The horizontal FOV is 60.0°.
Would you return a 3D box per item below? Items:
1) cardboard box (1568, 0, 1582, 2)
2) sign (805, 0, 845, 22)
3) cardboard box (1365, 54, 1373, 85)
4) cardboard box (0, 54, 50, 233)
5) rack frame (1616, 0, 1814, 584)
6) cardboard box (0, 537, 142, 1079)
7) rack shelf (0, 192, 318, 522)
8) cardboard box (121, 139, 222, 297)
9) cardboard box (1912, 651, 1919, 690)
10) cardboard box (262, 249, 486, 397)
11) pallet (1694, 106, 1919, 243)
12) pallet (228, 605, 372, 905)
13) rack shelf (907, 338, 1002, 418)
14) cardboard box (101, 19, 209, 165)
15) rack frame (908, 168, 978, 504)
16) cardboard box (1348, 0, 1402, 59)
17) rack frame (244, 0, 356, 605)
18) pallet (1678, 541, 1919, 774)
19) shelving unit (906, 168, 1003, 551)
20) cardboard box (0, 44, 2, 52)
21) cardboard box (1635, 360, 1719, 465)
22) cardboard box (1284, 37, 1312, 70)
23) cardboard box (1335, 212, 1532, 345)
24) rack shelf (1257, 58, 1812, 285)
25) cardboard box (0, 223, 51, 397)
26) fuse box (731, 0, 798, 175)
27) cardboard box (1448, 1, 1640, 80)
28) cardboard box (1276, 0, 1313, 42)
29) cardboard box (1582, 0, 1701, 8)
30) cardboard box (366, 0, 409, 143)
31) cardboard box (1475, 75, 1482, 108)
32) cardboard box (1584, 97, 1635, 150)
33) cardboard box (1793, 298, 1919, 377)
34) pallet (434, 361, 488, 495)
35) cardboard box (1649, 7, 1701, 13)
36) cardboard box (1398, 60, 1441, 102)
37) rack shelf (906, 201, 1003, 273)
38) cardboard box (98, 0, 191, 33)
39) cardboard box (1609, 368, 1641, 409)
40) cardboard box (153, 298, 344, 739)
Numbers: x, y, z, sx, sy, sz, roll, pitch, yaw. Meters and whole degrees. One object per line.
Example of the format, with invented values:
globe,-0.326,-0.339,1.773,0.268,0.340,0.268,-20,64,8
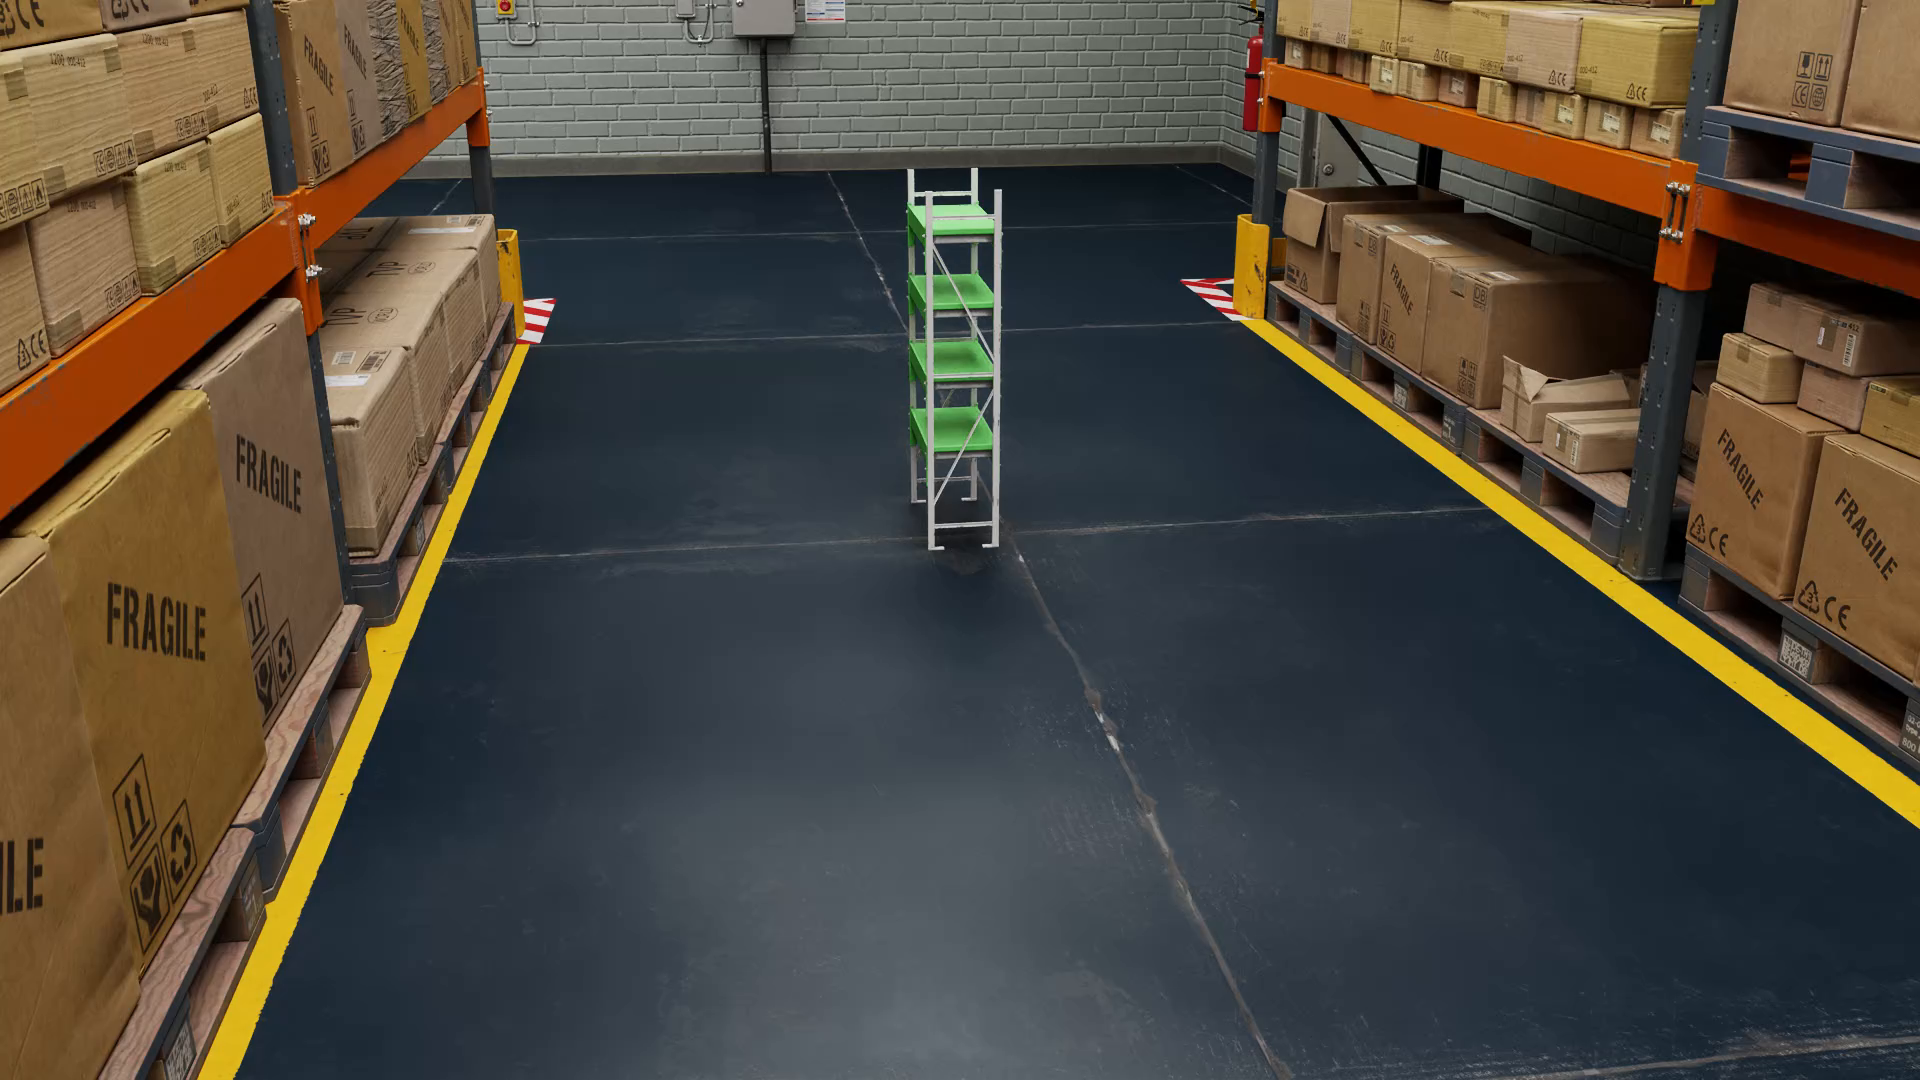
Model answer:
cardboard box,2.623,-2.088,6.807,0.500,0.250,0.500,-3,21,-8
sign,-1.109,-4.503,13.620,0.329,0.494,0.001,-3,21,-8
cardboard box,2.030,-2.093,7.392,0.380,0.149,0.250,-3,21,-7
cardboard box,-1.700,-0.554,2.413,0.500,0.250,0.500,-3,21,-7
rack frame,2.656,-1.311,4.938,1.000,3.000,0.127,-3,21,-8
cardboard box,-1.820,0.572,2.334,0.875,0.875,0.875,-3,21,-7
rack shelf,-1.967,-0.030,2.536,1.077,0.370,4.000,-3,21,-8
cardboard box,-1.869,-0.670,3.437,0.500,0.250,0.500,-3,21,-9
cardboard box,2.657,0.199,3.868,0.500,0.500,0.500,-4,21,-9
cardboard box,-2.497,-0.901,6.902,0.875,0.438,0.875,-2,21,-6
pallet,2.663,-0.939,4.216,1.003,0.211,1.213,-3,21,-8
pallet,-2.069,0.511,4.047,1.003,0.211,1.213,-3,21,-8
rack shelf,-0.024,-0.560,5.682,0.258,0.148,0.480,-3,21,-8
cardboard box,-1.872,-0.910,3.365,0.500,0.250,0.500,-2,21,-6
rack frame,-0.059,-0.704,5.886,0.240,1.200,0.015,-3,21,-8
cardboard box,2.028,-2.244,7.227,0.500,0.250,0.500,-3,21,-9
rack frame,-2.255,-1.059,4.265,1.000,3.000,0.127,-3,21,-8
pallet,2.811,0.275,4.677,1.003,0.211,1.213,-3,21,-8
shelving unit,-0.024,-0.619,5.660,0.258,1.200,0.503,-3,21,-8
cardboard box,-1.717,-0.899,2.263,0.500,0.500,0.500,-3,21,-7
cardboard box,2.795,-0.489,5.980,0.500,0.311,0.500,-2,21,-6
cardboard box,1.855,-2.450,8.349,0.380,0.149,0.250,-3,21,-8
cardboard box,2.159,-1.207,7.633,0.700,0.500,0.500,-2,21,-6
rack shelf,2.368,-1.666,6.918,1.077,0.370,4.000,-3,21,-8
cardboard box,-1.736,-0.316,2.488,0.500,0.250,0.500,-3,21,-8
fuse box,-1.568,-3.847,13.571,0.539,1.711,0.414,-3,21,-8
cardboard box,2.196,-1.890,6.278,0.500,0.250,0.500,-3,21,-8
cardboard box,1.878,-2.594,8.164,0.500,0.250,0.500,-3,21,-7
cardboard box,2.705,-2.260,6.198,0.500,0.500,0.500,-3,21,-9
cardboard box,-2.198,-1.629,5.646,0.500,0.500,0.500,-3,21,-7
cardboard box,2.238,-1.743,6.454,0.380,0.149,0.250,-3,21,-7
cardboard box,2.301,-1.380,5.482,0.380,0.149,0.250,-2,21,-6
cardboard box,2.529,-0.554,4.534,0.380,0.149,0.250,-4,21,-10
pallet,-2.467,-0.443,6.601,1.003,0.211,1.213,-3,21,-8
cardboard box,2.773,-1.738,5.872,0.500,0.250,0.500,-3,21,-8
cardboard box,2.050,-1.912,6.906,0.380,0.149,0.250,-2,21,-7
rack shelf,-0.024,-1.009,5.514,0.258,0.148,0.480,-3,21,-8
cardboard box,-1.860,-1.254,3.213,0.500,0.500,0.500,-3,21,-7
cardboard box,2.732,-0.563,6.410,0.380,0.149,0.250,-3,21,-8
cardboard box,-2.087,-0.050,3.999,0.875,0.875,0.875,-2,21,-6
